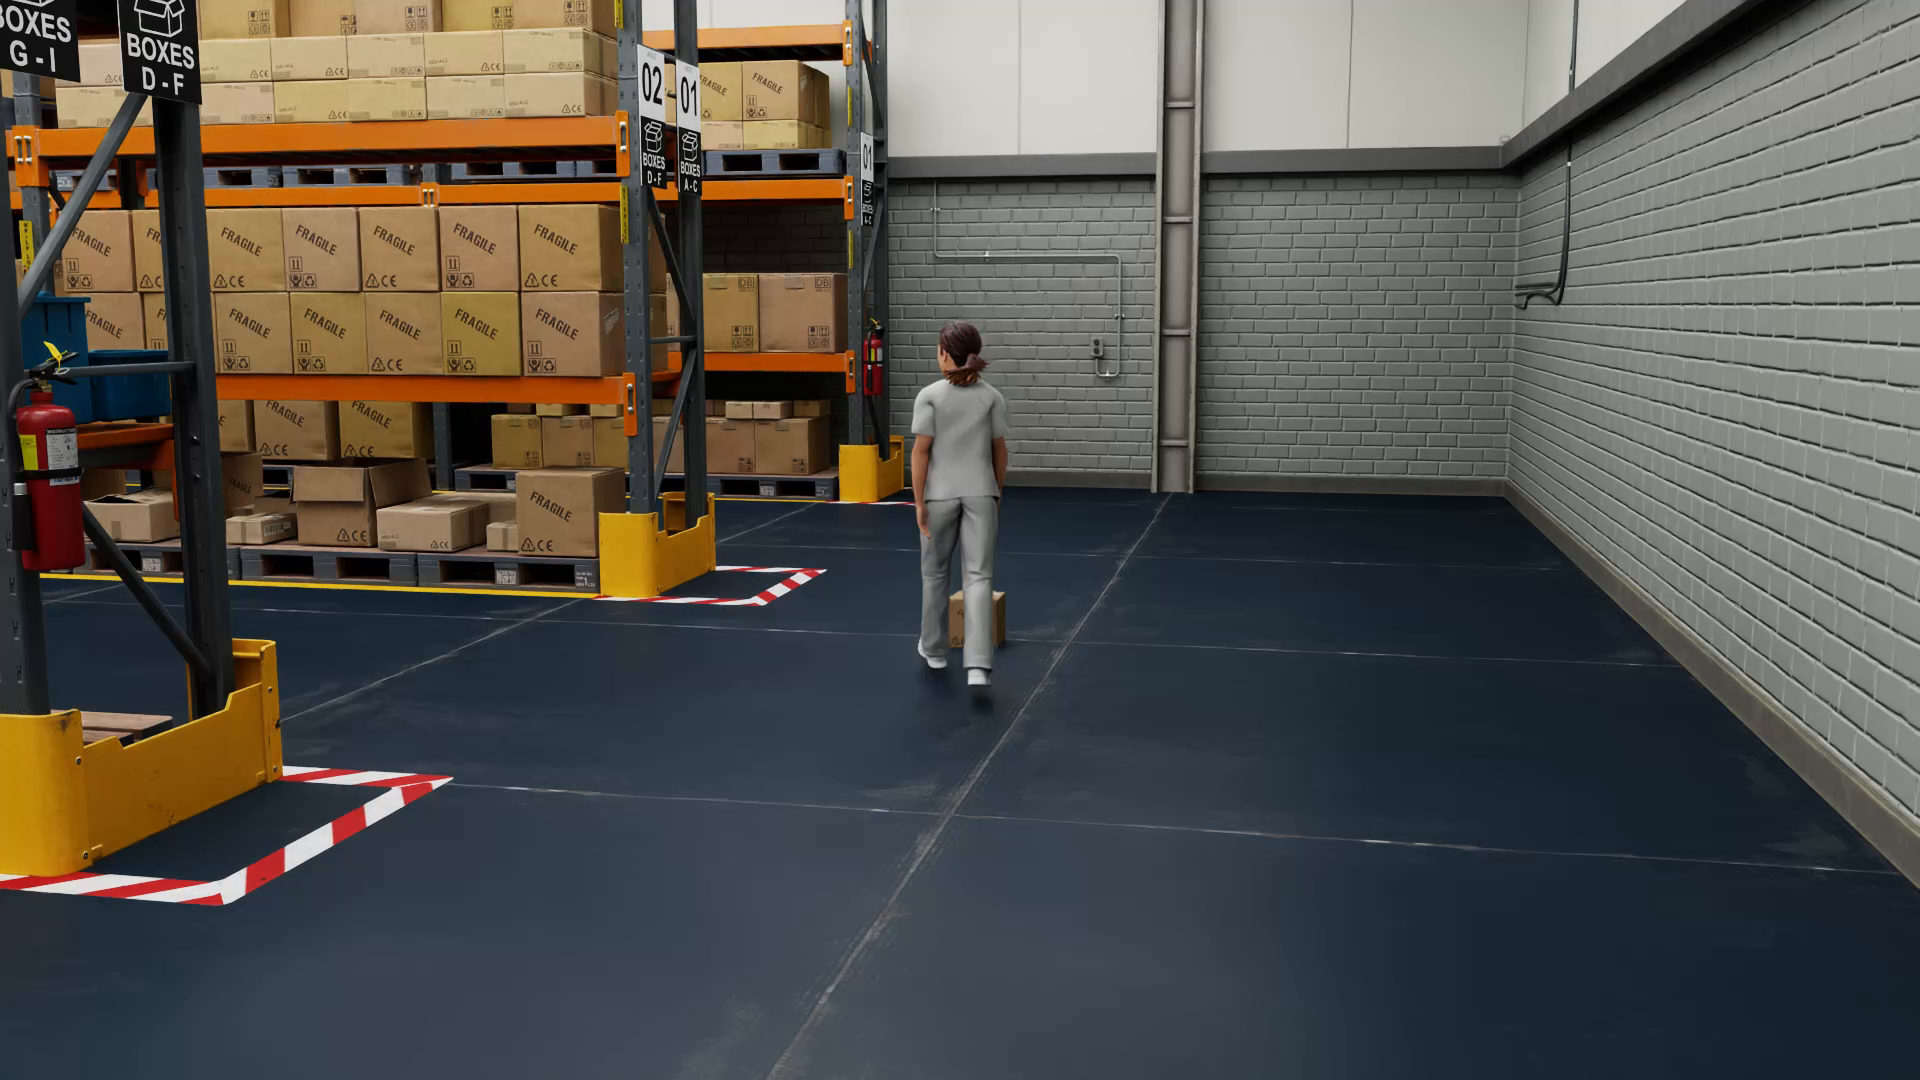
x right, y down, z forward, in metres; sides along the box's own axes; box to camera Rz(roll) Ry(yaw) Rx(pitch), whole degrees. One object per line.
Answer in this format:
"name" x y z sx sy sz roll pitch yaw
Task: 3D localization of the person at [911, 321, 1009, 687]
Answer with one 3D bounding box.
"person" -0.003 -0.176 7.577 0.447 1.633 0.953 0 8 -3
